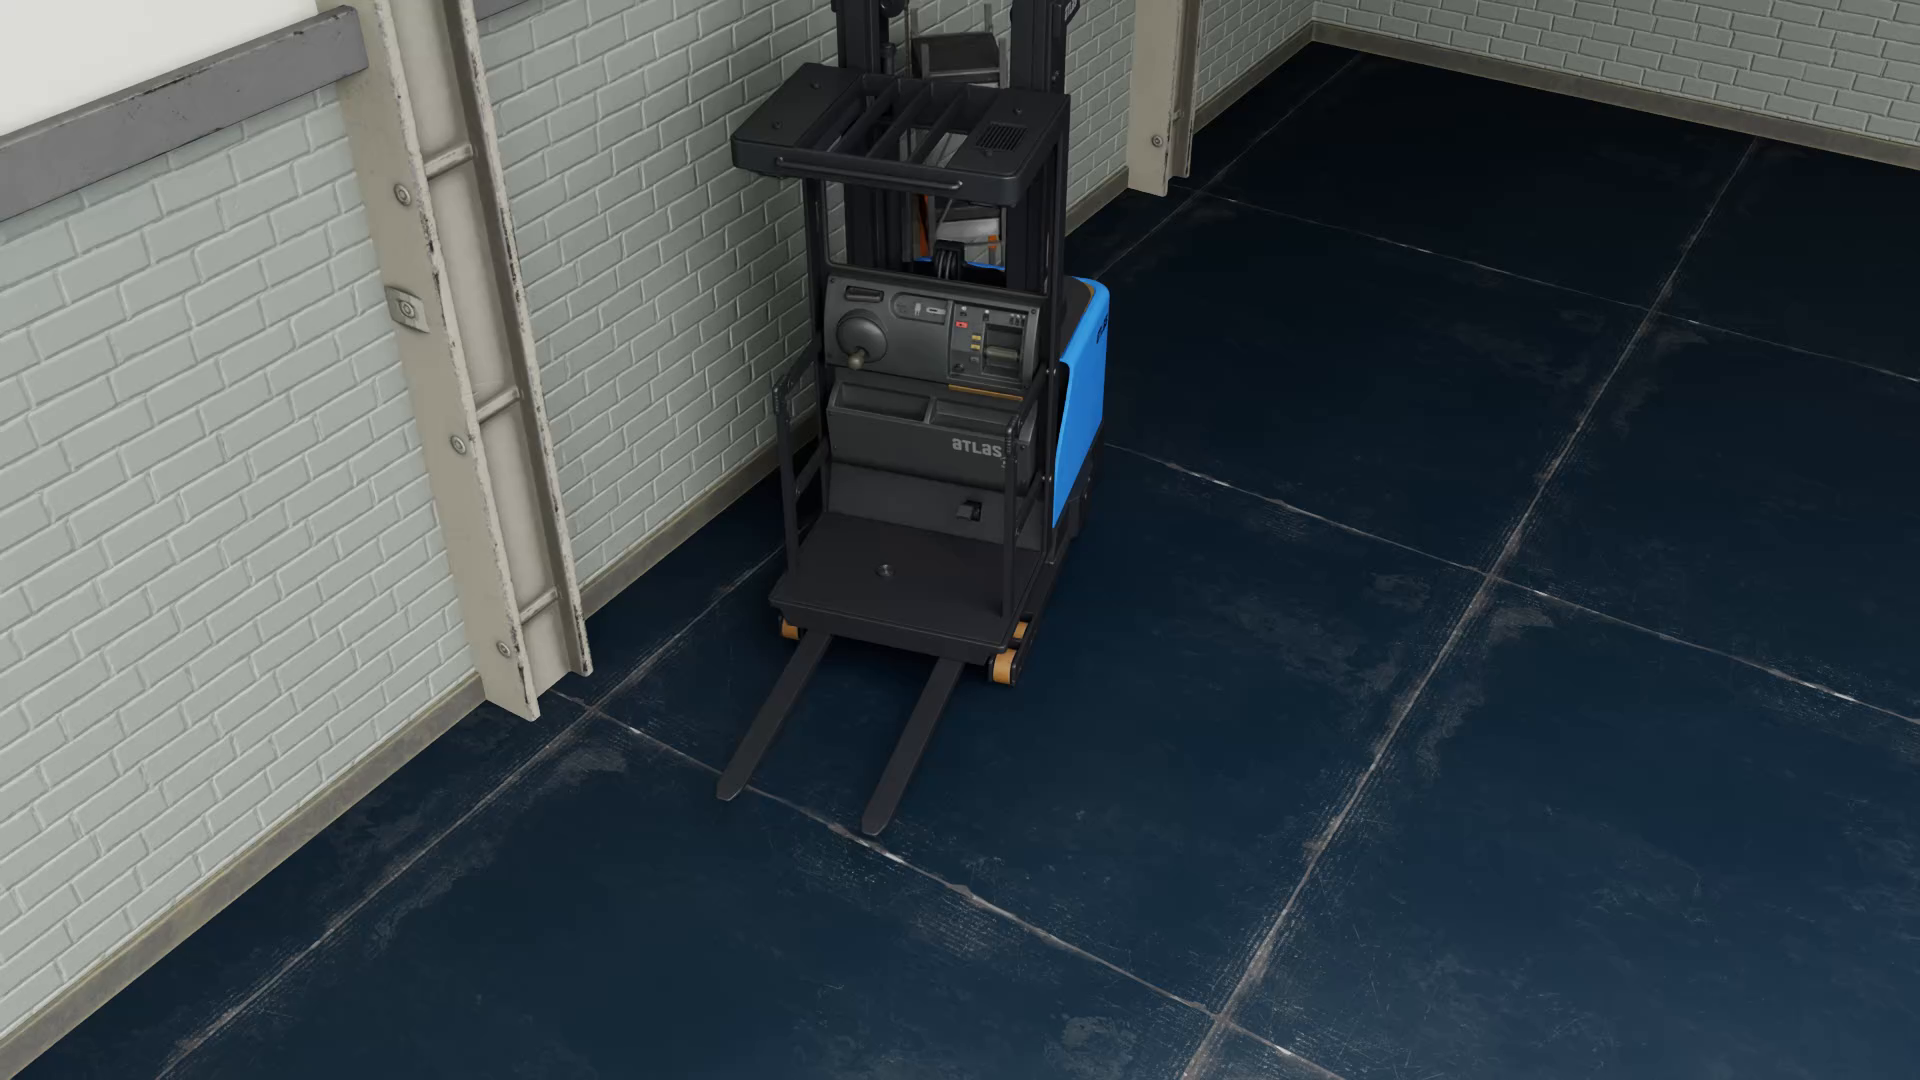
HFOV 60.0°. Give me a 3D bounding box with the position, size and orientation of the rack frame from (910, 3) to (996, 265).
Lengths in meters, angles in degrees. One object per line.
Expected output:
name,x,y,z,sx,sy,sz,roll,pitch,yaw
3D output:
rack frame,-0.015,-1.768,8.754,0.400,2.100,0.015,-6,37,-5

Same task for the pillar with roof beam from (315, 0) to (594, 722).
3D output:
pillar with roof beam,1.765,-1.523,2.794,9.100,9.000,0.400,21,42,25

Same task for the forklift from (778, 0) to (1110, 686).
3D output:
forklift,-0.187,-0.797,6.822,1.130,2.935,3.031,11,39,14

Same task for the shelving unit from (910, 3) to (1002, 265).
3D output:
shelving unit,0.015,-1.627,8.565,0.431,2.100,0.492,-6,37,-5

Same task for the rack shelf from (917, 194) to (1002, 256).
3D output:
rack shelf,0.016,-1.613,8.568,0.431,0.518,0.480,-6,37,-5

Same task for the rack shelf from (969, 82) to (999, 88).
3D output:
rack shelf,-0.006,-2.252,8.088,0.332,0.100,0.442,-6,37,-5
